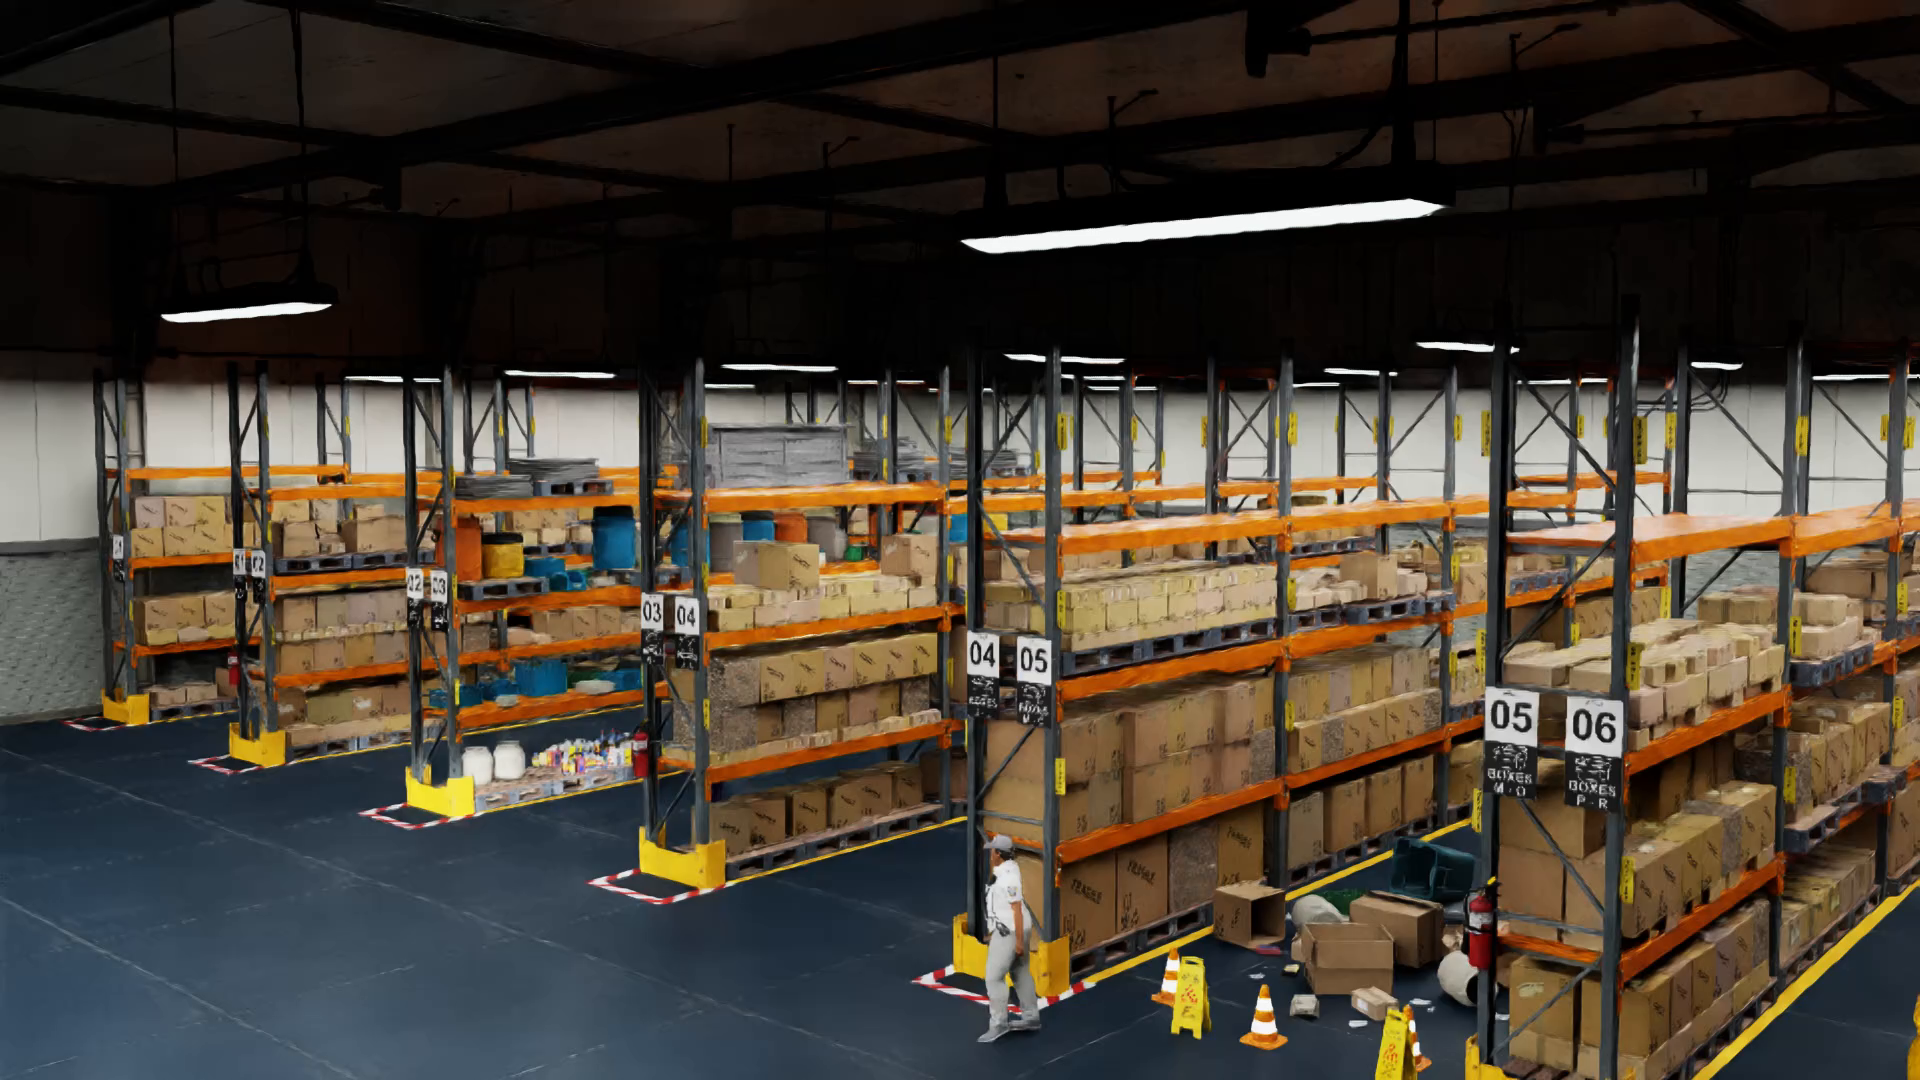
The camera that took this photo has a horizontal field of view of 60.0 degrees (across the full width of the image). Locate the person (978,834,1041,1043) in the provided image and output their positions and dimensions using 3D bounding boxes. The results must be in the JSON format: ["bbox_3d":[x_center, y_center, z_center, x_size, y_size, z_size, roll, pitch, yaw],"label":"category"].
[{"bbox_3d":[0.428,3.323,13.967,0.508,1.686,0.595,1,4,9],"label":"person"}]
